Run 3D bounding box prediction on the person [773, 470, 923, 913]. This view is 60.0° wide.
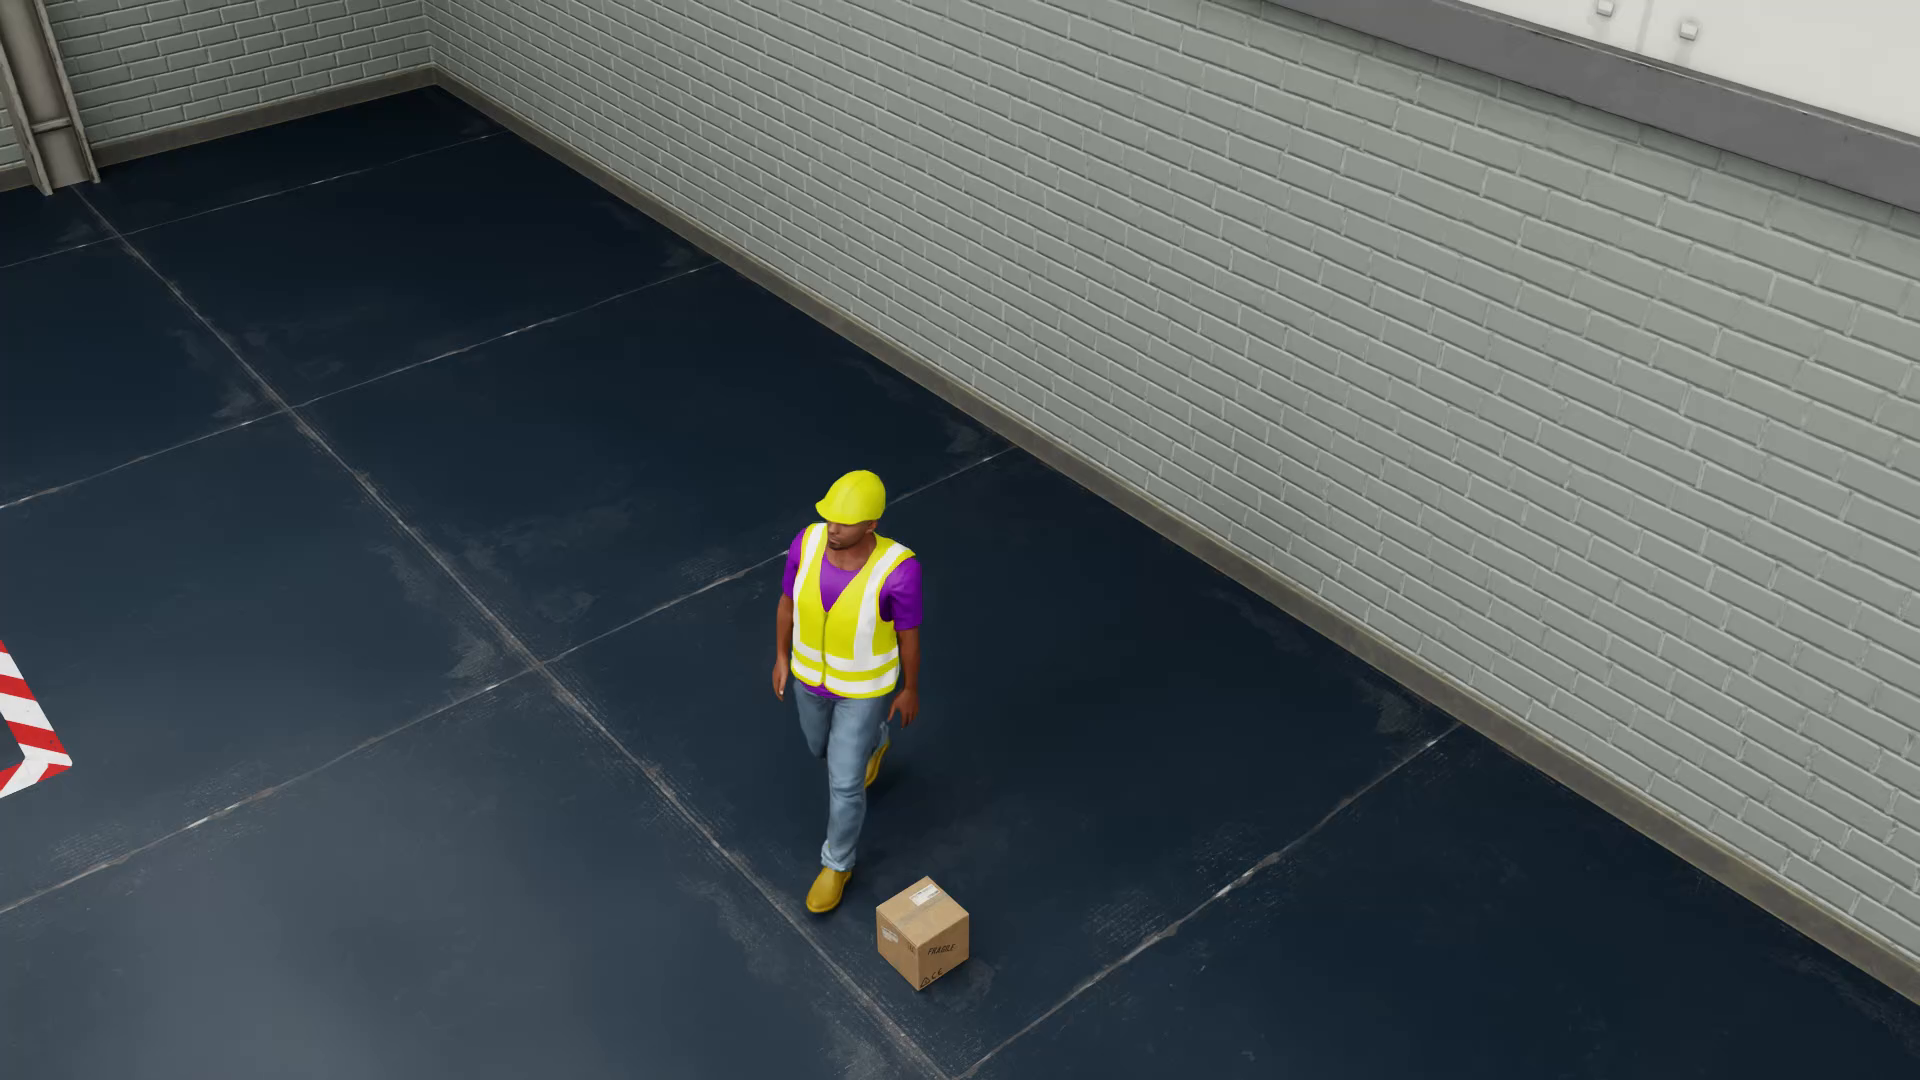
[{"bbox_3d":[-0.460,0.515,6.343,0.581,1.742,0.897,18,39,23],"label":"person"}]
